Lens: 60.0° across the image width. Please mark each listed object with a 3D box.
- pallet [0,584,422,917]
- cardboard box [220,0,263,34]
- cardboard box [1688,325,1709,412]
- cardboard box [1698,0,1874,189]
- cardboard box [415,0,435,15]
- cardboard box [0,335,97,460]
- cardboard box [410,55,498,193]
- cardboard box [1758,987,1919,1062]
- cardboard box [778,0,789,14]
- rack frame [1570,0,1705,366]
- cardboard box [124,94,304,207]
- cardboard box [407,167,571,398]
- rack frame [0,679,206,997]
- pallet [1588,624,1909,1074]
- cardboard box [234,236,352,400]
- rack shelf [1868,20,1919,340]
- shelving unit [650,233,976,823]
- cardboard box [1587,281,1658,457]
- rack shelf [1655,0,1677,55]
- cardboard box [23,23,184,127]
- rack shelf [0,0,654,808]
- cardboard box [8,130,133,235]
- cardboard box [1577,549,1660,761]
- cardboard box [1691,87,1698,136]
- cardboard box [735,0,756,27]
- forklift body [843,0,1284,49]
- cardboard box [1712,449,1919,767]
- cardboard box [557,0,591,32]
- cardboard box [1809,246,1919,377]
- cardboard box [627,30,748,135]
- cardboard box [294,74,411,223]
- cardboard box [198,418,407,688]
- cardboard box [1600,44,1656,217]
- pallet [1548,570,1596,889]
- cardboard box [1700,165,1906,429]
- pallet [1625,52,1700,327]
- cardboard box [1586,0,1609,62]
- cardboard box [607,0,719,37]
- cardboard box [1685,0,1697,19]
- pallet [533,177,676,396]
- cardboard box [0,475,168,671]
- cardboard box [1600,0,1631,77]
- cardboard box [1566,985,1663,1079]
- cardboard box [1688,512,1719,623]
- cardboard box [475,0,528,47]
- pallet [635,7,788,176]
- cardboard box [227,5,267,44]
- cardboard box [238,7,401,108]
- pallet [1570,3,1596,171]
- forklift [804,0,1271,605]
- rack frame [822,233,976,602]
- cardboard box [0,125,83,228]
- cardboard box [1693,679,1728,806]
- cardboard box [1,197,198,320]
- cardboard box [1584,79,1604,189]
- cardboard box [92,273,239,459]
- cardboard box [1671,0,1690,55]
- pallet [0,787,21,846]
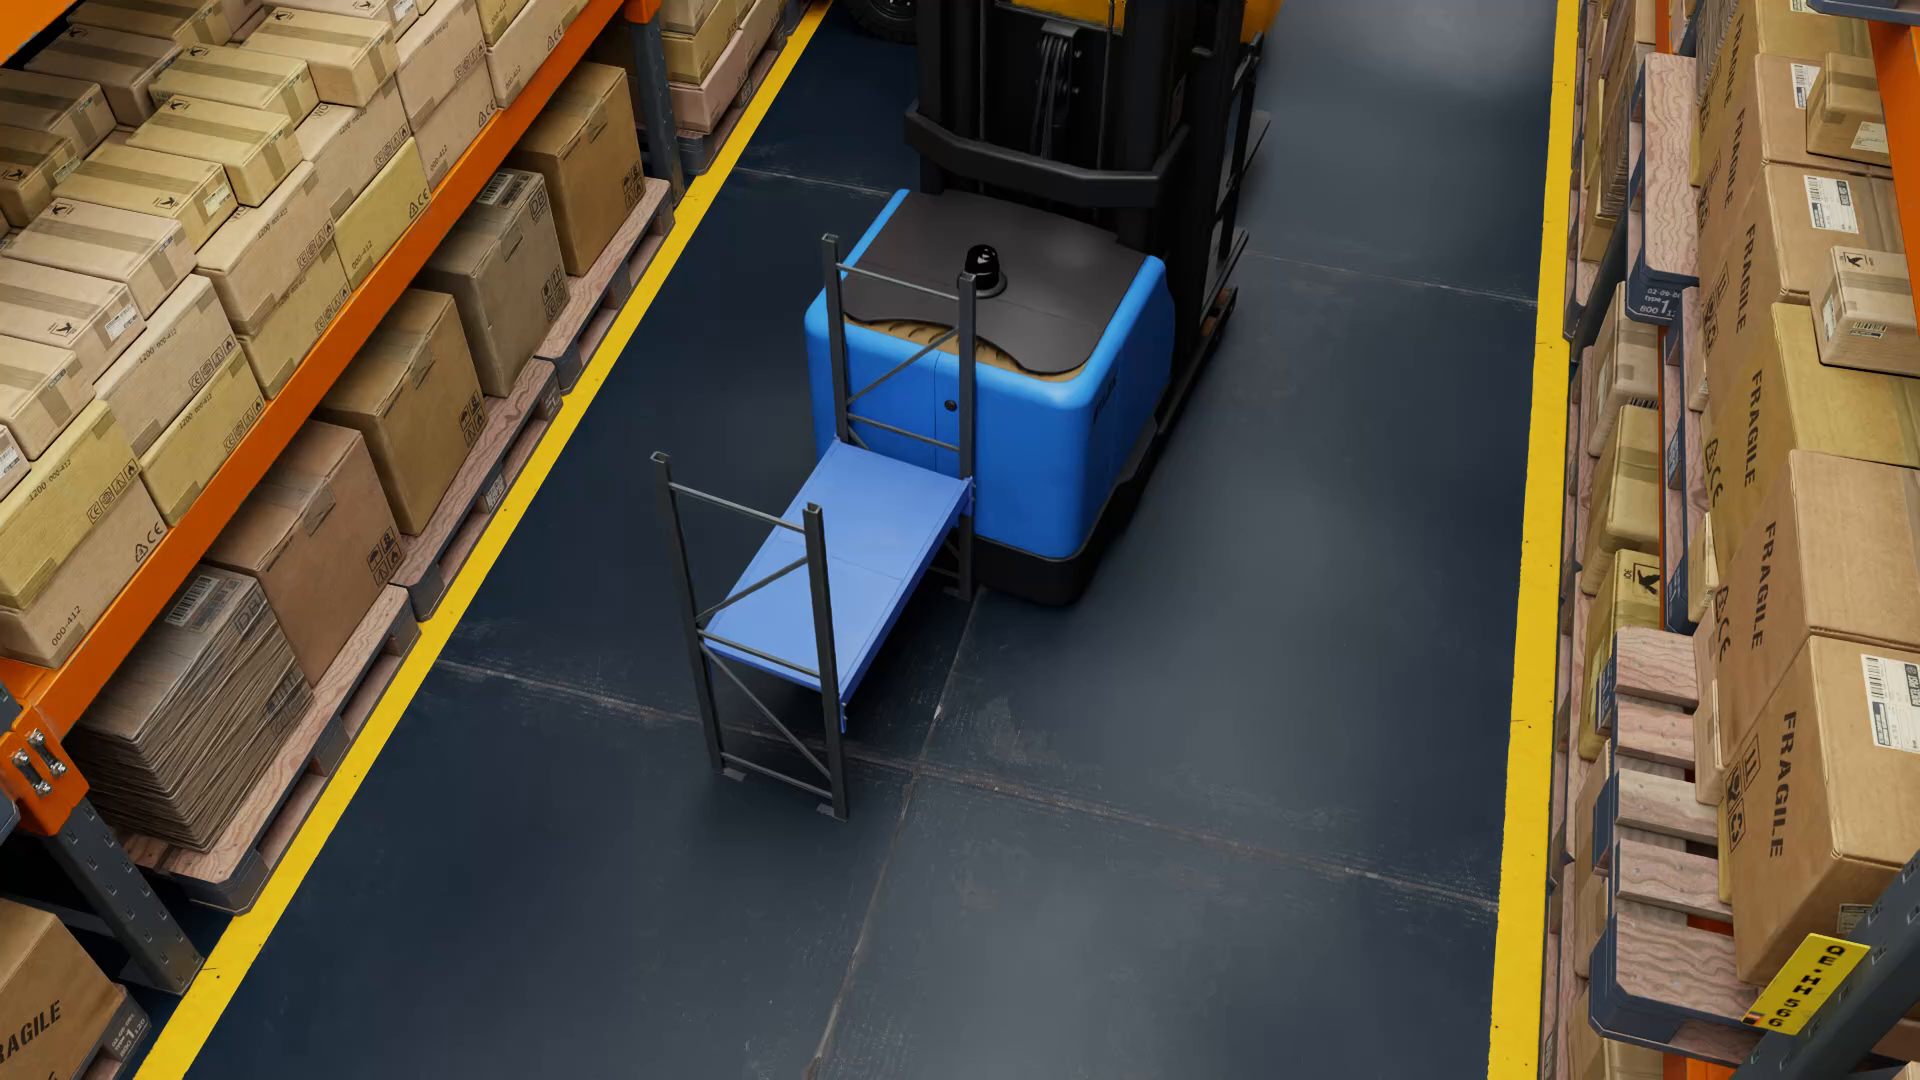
[{"bbox_3d":[-2.560,0.582,5.596,1.003,0.211,1.213,12,50,10],"label":"pallet"},{"bbox_3d":[-2.448,-1.770,5.312,0.380,0.149,0.250,11,50,10],"label":"cardboard box"},{"bbox_3d":[2.208,-0.451,4.534,0.380,0.149,0.250,13,50,11],"label":"cardboard box"},{"bbox_3d":[2.497,-1.295,4.847,0.500,0.500,0.500,12,50,10],"label":"cardboard box"},{"bbox_3d":[-1.874,-1.853,5.385,0.380,0.149,0.250,10,49,9],"label":"cardboard box"},{"bbox_3d":[-2.377,-0.366,4.073,0.380,0.149,0.250,13,50,11],"label":"cardboard box"},{"bbox_3d":[-1.929,-1.463,5.640,0.500,0.250,0.500,12,50,10],"label":"cardboard box"},{"bbox_3d":[1.835,0.884,3.356,0.380,0.149,0.250,13,50,11],"label":"cardboard box"},{"bbox_3d":[-1.076,-2.905,8.367,0.500,0.250,0.500,12,50,11],"label":"cardboard box"},{"bbox_3d":[3.028,-1.669,5.723,1.000,3.000,0.127,12,50,10],"label":"rack frame"},{"bbox_3d":[-2.117,-1.109,4.729,0.380,0.149,0.250,13,50,11],"label":"cardboard box"},{"bbox_3d":[-2.100,-1.060,6.489,0.875,0.625,0.625,11,50,10],"label":"cardboard box"},{"bbox_3d":[-2.814,0.247,4.031,1.000,3.000,0.127,12,50,10],"label":"rack frame"},{"bbox_3d":[2.060,0.751,3.715,1.213,0.211,1.003,12,50,10],"label":"pallet"},{"bbox_3d":[-2.196,-0.713,4.979,0.500,0.250,0.500,10,49,9],"label":"cardboard box"},{"bbox_3d":[2.502,-0.977,3.591,1.077,0.370,4.000,12,50,10],"label":"rack shelf"},{"bbox_3d":[-0.390,-0.006,5.255,0.538,1.500,1.048,18,51,15],"label":"shelving unit"},{"bbox_3d":[2.892,-0.559,6.215,0.950,0.372,0.625,12,50,11],"label":"cardboard box"},{"bbox_3d":[3.554,-2.878,7.269,1.077,0.370,4.000,12,50,10],"label":"rack shelf"},{"bbox_3d":[-2.539,-1.390,4.977,0.380,0.149,0.250,13,50,11],"label":"cardboard box"},{"bbox_3d":[-2.288,-0.962,5.578,1.077,0.370,4.000,12,50,10],"label":"rack shelf"},{"bbox_3d":[-2.697,-0.980,4.881,0.500,0.250,0.500,11,50,10],"label":"cardboard box"},{"bbox_3d":[2.525,0.465,5.312,0.950,0.372,0.625,13,50,11],"label":"cardboard box"},{"bbox_3d":[2.578,-1.388,5.362,0.380,0.149,0.250,12,50,11],"label":"cardboard box"},{"bbox_3d":[-1.206,-2.694,7.848,0.500,0.250,0.500,11,50,10],"label":"cardboard box"},{"bbox_3d":[0.552,-3.527,7.928,2.313,2.155,1.214,12,50,10],"label":"forklift body"},{"bbox_3d":[1.952,0.194,3.533,0.500,0.500,0.500,11,49,9],"label":"cardboard box"},{"bbox_3d":[-1.642,-2.180,6.274,0.500,0.250,0.500,13,50,11],"label":"cardboard box"},{"bbox_3d":[2.134,-0.500,3.713,0.380,0.149,0.250,9,49,8],"label":"cardboard box"},{"bbox_3d":[-1.315,-2.160,7.709,0.500,0.250,0.500,12,50,10],"label":"cardboard box"},{"bbox_3d":[-2.064,-1.253,5.122,0.500,0.250,0.500,12,50,11],"label":"cardboard box"},{"bbox_3d":[-2.473,-0.029,5.578,0.875,0.625,0.625,13,50,11],"label":"cardboard box"},{"bbox_3d":[2.925,-1.628,6.739,0.500,0.500,0.500,11,49,10],"label":"cardboard box"},{"bbox_3d":[2.505,0.702,5.490,1.003,0.211,1.213,12,50,10],"label":"pallet"},{"bbox_3d":[2.229,-0.566,4.204,0.500,0.500,0.500,10,49,8],"label":"cardboard box"},{"bbox_3d":[2.687,-1.082,5.332,1.003,0.211,1.213,12,50,10],"label":"pallet"},{"bbox_3d":[3.329,-2.498,8.008,0.500,0.250,0.500,15,50,13],"label":"cardboard box"},{"bbox_3d":[-1.332,-2.494,7.338,0.500,0.250,0.500,11,49,9],"label":"cardboard box"},{"bbox_3d":[2.905,-2.171,5.901,0.500,0.500,0.500,10,49,9],"label":"cardboard box"},{"bbox_3d":[-1.918,-1.183,7.153,1.003,0.211,1.213,12,50,10],"label":"pallet"},{"bbox_3d":[-2.462,0.024,4.328,0.500,0.250,0.500,12,50,10],"label":"cardboard box"},{"bbox_3d":[3.190,-2.365,7.390,0.500,0.500,0.500,14,50,12],"label":"cardboard box"},{"bbox_3d":[2.134,1.548,4.356,0.950,0.372,0.625,9,49,7],"label":"cardboard box"},{"bbox_3d":[1.991,0.103,4.046,0.380,0.149,0.250,12,50,11],"label":"cardboard box"},{"bbox_3d":[-1.773,-1.983,5.766,0.500,0.250,0.500,10,49,9],"label":"cardboard box"},{"bbox_3d":[-1.512,-2.290,8.131,1.003,0.211,1.213,12,50,10],"label":"pallet"},{"bbox_3d":[-2.431,-1.715,5.530,0.500,0.250,0.500,10,49,9],"label":"cardboard box"},{"bbox_3d":[-1.940,-1.466,5.044,0.380,0.149,0.250,10,49,9],"label":"cardboard box"},{"bbox_3d":[3.490,-2.125,7.984,1.003,0.211,1.213,12,50,10],"label":"pallet"},{"bbox_3d":[0.521,-1.862,5.938,1.130,2.935,3.031,18,51,15],"label":"forklift"},{"bbox_3d":[-0.186,-0.355,5.563,0.500,1.500,0.032,18,51,15],"label":"rack frame"},{"bbox_3d":[-2.695,-1.027,4.657,0.380,0.149,0.250,11,50,10],"label":"cardboard box"},{"bbox_3d":[1.858,0.485,3.709,0.380,0.149,0.250,11,50,10],"label":"cardboard box"},{"bbox_3d":[-2.278,-0.749,4.411,0.380,0.149,0.250,12,50,10],"label":"cardboard box"},{"bbox_3d":[3.055,-1.766,7.362,0.500,0.250,0.500,10,49,9],"label":"cardboard box"},{"bbox_3d":[-2.329,-0.503,4.460,0.500,0.250,0.500,13,50,11],"label":"cardboard box"},{"bbox_3d":[2.819,-1.879,6.075,0.380,0.149,0.250,11,50,10],"label":"cardboard box"},{"bbox_3d":[-2.925,0.815,3.658,1.213,0.211,1.003,12,50,10],"label":"pallet"}]
